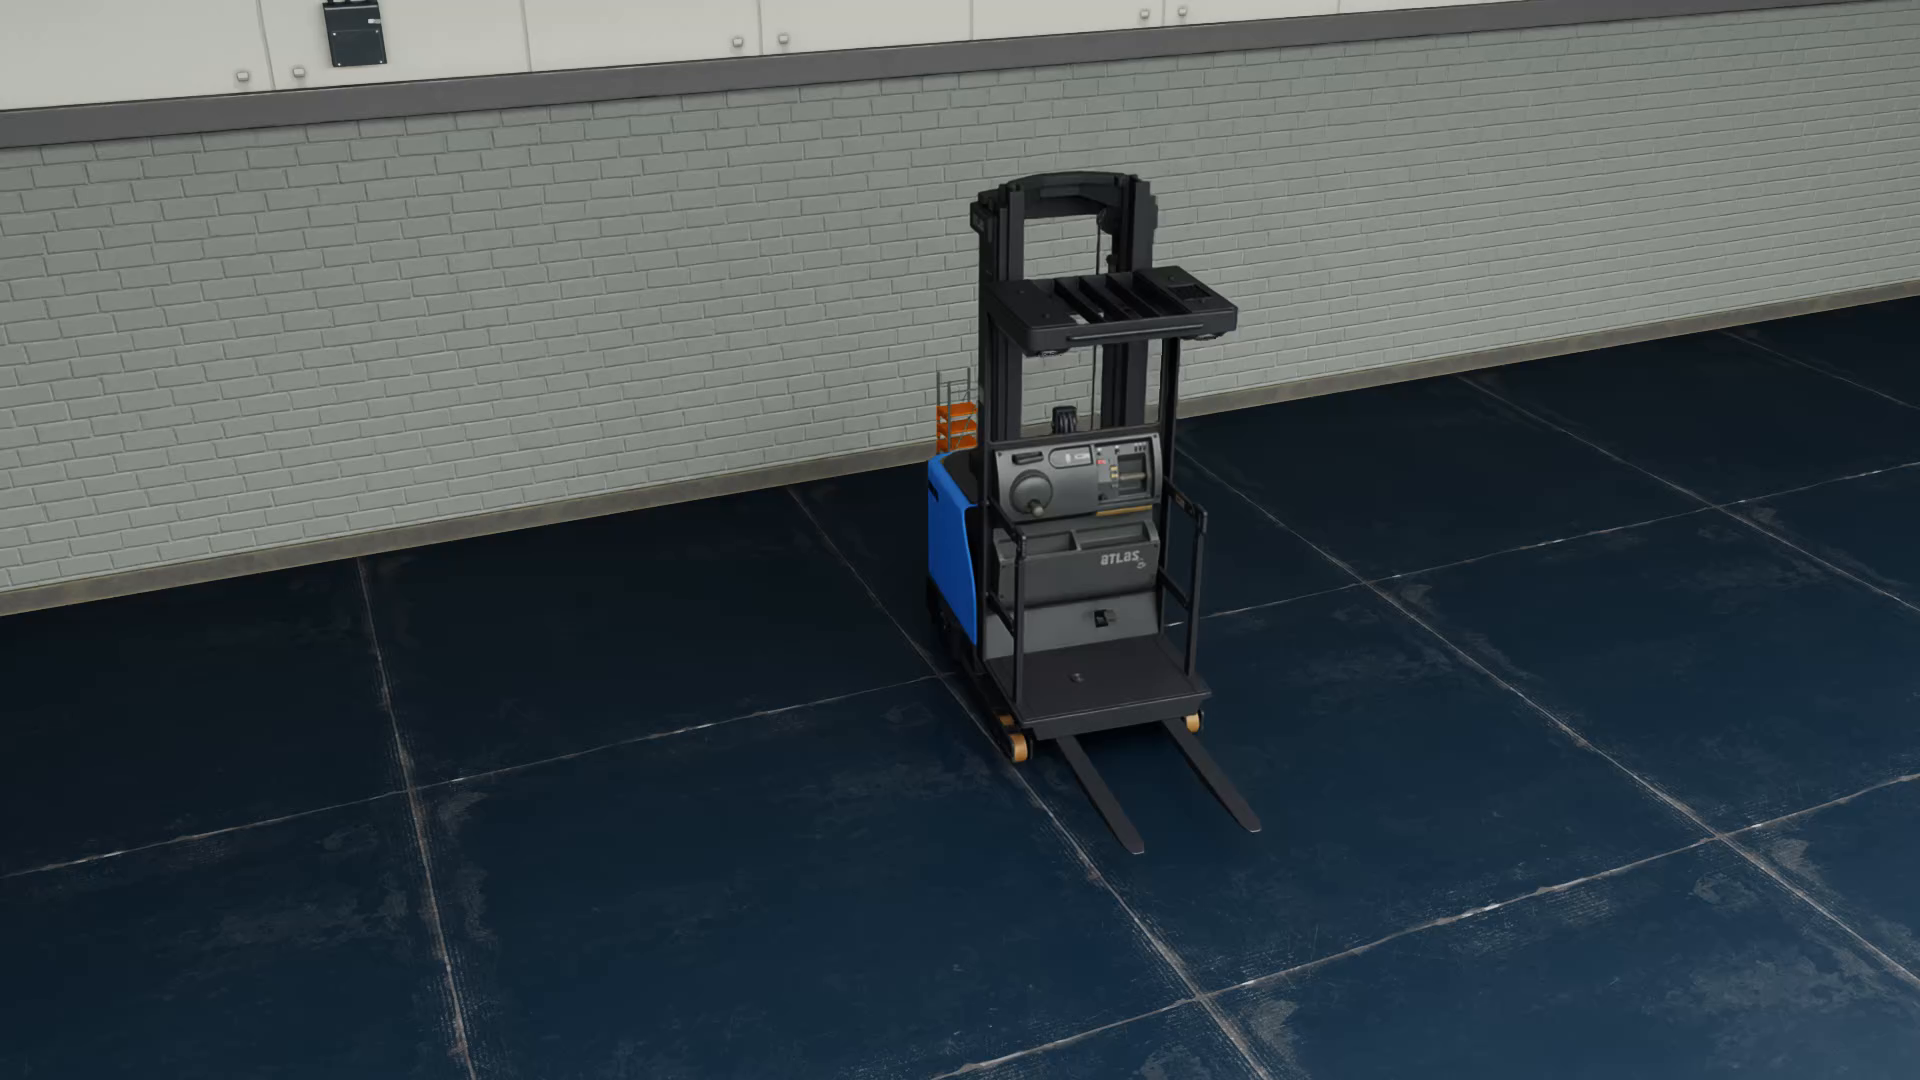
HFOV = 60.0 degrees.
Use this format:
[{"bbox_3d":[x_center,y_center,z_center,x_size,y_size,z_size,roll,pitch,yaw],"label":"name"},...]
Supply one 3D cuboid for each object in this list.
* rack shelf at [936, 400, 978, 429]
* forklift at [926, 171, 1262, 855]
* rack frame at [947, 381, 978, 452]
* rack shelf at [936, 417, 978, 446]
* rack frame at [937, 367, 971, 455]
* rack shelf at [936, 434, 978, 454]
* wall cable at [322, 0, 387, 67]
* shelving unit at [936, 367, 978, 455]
[{"bbox_3d":[-0.006,-0.829,11.006,0.258,0.103,0.180,-11,28,-21],"label":"rack shelf"},{"bbox_3d":[0.701,-0.311,8.693,1.130,2.935,3.031,-8,27,-15],"label":"forklift"},{"bbox_3d":[0.030,-0.508,11.069,0.240,1.200,0.006,-11,28,-21],"label":"rack frame"},{"bbox_3d":[-0.006,-0.721,11.059,0.258,0.103,0.180,-11,28,-21],"label":"rack shelf"},{"bbox_3d":[-0.042,-0.582,11.220,0.240,1.200,0.006,-11,28,-21],"label":"rack frame"},{"bbox_3d":[-0.006,-0.613,11.112,0.258,0.103,0.180,-11,28,-21],"label":"rack shelf"},{"bbox_3d":[-2.653,-5.701,8.941,2.305,6.003,0.169,-11,28,-21],"label":"wall cable"},{"bbox_3d":[-0.006,-0.545,11.145,0.258,1.200,0.189,-11,28,-21],"label":"shelving unit"}]
